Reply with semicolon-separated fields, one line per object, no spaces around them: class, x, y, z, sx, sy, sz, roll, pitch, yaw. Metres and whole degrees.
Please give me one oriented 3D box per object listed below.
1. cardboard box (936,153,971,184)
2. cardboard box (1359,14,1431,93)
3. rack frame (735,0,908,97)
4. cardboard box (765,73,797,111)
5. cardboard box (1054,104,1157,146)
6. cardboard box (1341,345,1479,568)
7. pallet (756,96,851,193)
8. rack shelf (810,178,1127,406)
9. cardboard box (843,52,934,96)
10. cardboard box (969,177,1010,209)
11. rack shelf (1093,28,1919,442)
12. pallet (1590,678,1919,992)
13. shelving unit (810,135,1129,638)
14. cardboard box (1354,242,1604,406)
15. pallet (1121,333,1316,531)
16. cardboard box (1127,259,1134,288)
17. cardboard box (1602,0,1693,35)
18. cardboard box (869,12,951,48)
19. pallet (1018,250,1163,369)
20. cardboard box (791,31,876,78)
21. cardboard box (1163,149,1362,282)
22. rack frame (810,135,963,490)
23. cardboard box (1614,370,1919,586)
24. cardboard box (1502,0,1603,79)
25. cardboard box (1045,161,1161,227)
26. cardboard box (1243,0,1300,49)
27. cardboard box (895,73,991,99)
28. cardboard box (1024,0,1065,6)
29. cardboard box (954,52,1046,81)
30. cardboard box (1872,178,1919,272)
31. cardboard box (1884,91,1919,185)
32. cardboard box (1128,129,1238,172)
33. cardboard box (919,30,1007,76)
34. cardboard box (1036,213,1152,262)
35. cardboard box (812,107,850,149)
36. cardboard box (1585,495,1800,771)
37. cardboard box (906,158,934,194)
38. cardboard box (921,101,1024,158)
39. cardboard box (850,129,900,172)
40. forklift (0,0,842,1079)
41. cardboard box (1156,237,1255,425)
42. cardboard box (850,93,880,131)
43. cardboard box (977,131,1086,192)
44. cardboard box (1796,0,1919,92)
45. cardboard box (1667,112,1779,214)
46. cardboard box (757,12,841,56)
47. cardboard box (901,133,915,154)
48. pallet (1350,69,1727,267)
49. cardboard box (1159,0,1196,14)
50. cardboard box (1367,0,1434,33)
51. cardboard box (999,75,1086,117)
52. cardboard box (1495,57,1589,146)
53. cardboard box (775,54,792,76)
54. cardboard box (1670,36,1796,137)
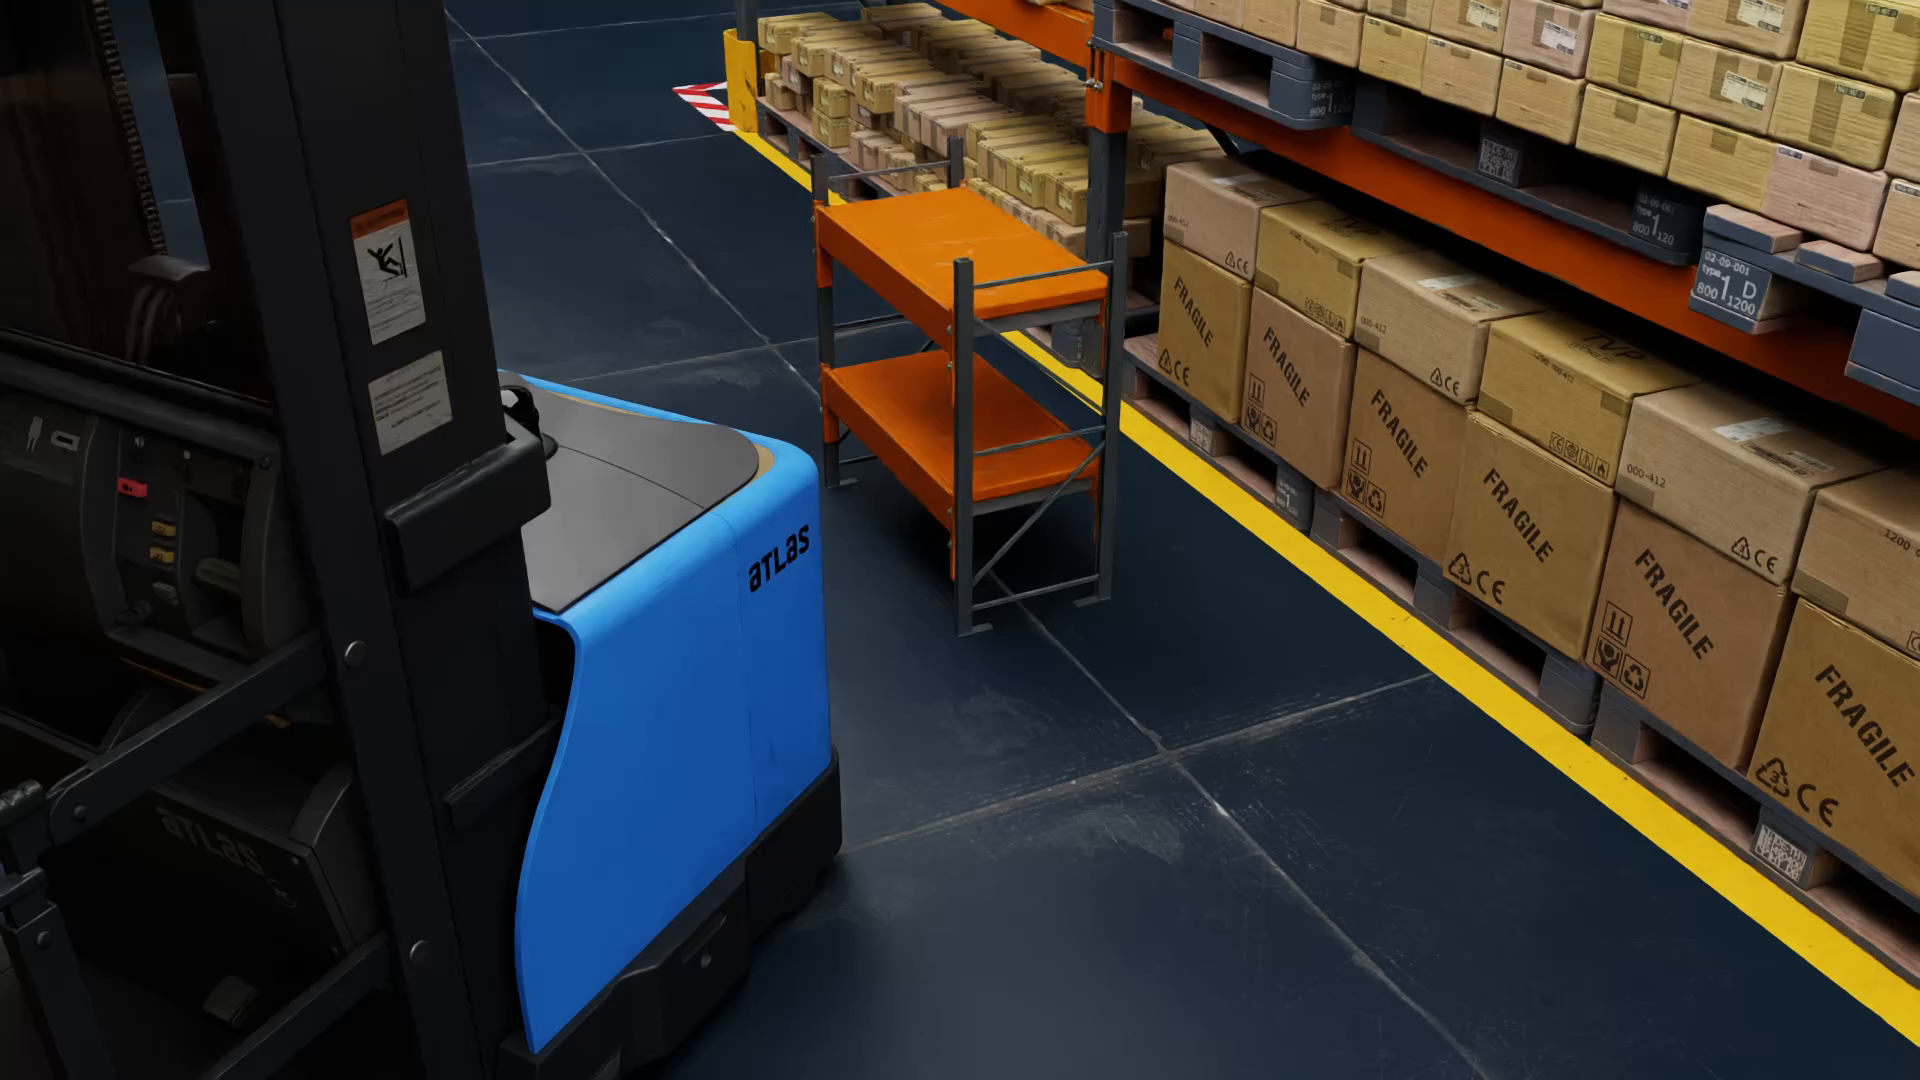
cardboard box;0.115;-1.658;7.322;0.380;0.149;0.250;-12;32;-21
cardboard box;1.261;-1.272;4.280;0.380;0.149;0.250;-14;32;-23
rack frame;-0.776;-3.812;8.981;1.000;3.000;0.127;-13;32;-22
cardboard box;-0.840;-2.453;9.043;0.380;0.149;0.250;-12;32;-21
cardboard box;0.630;-1.786;7.245;0.380;0.149;0.250;-14;32;-23
cardboard box;1.485;-0.294;4.834;0.500;0.500;0.500;-13;32;-21
pallet;-0.426;-2.196;8.950;1.003;0.211;1.213;-13;32;-22
rack shelf;-0.003;-0.749;4.837;0.538;0.278;1.000;-13;32;-22
cardboard box;-0.346;-2.257;8.086;0.380;0.149;0.250;-12;31;-20
cardboard box;0.261;-1.419;6.894;0.380;0.149;0.250;-14;32;-24
rack shelf;1.800;-0.848;4.431;1.077;0.370;4.000;-13;32;-22
pallet;2.325;0.593;3.977;1.003;0.211;1.213;-13;32;-22
shelving unit;-0.003;-0.494;4.980;0.538;1.125;1.048;-13;32;-22
cardboard box;1.466;-0.622;4.653;0.500;0.250;0.500;-12;31;-20
pallet;1.277;-0.485;5.900;1.003;0.211;1.213;-13;32;-22
cardboard box;0.465;-1.087;6.606;0.380;0.149;0.250;-13;32;-21
cardboard box;1.600;-1.184;3.513;0.380;0.149;0.250;-13;32;-22
cardboard box;-0.264;-2.708;8.889;0.380;0.149;0.250;-12;32;-21
pallet;0.621;-1.118;7.028;1.003;0.211;1.213;-13;32;-22
cardboard box;-0.638;-2.474;8.472;0.380;0.149;0.250;-13;32;-22
cardboard box;1.020;-1.083;5.475;0.500;0.250;0.500;-15;32;-24
rack frame;-0.221;-0.718;5.381;0.500;1.125;0.032;-13;32;-22
cardboard box;1.902;-0.166;3.839;0.500;0.250;0.500;-13;32;-21
cardboard box;1.480;-1.174;3.799;0.380;0.149;0.250;-12;32;-21
cardboard box;0.554;-1.347;6.462;0.380;0.149;0.250;-12;31;-21
cardboard box;1.030;-1.505;4.694;0.380;0.149;0.250;-13;32;-21
cardboard box;-0.080;-2.040;7.699;0.380;0.149;0.250;-13;32;-22
cardboard box;0.398;-2.104;6.191;0.380;0.149;0.250;-14;32;-23
cardboard box;0.195;-2.245;8.065;0.380;0.149;0.250;-14;32;-24
cardboard box;1.927;-0.583;3.051;0.380;0.149;0.250;-13;32;-22
cardboard box;1.919;-0.722;2.994;0.380;0.149;0.250;-12;31;-20
cardboard box;0.916;-1.574;6.867;0.380;0.149;0.250;-11;31;-20
cardboard box;0.016;-2.492;8.505;0.380;0.149;0.250;-14;32;-24
cardboard box;0.519;-1.187;6.481;0.380;0.149;0.250;-12;32;-21
cardboard box;-0.530;-2.111;8.432;0.380;0.149;0.250;-13;32;-21
cardboard box;1.921;0.163;4.019;0.500;0.500;0.500;-12;31;-20
cardboard box;-0.030;-1.673;7.652;0.380;0.149;0.250;-12;32;-21
cardboard box;0.054;-1.791;7.254;0.380;0.149;0.250;-15;32;-24
cardboard box;-0.306;-1.890;8.038;0.380;0.149;0.250;-15;32;-24
forklift;-1.425;-0.013;2.276;1.130;2.935;3.031;15;33;25
cardboard box;1.019;-0.756;5.658;0.500;0.500;0.500;-12;31;-20
cardboard box;-0.319;-2.140;8.182;0.380;0.149;0.250;-15;32;-24
cardboard box;0.295;-1.560;6.842;0.380;0.149;0.250;-13;32;-22
cardboard box;1.816;-0.959;3.112;0.380;0.149;0.250;-12;31;-20
cardboard box;1.712;-0.808;3.451;0.380;0.149;0.250;-14;32;-23
cardboard box;-0.858;-2.709;8.890;0.380;0.149;0.250;-15;32;-24
cardboard box;-0.058;-1.908;7.767;0.380;0.149;0.250;-12;31;-20
pallet;1.772;-1.060;4.270;1.003;0.211;1.213;-13;32;-22
cardboard box;0.820;-1.727;5.090;0.380;0.149;0.250;-13;32;-21
cardboard box;1.263;-1.399;4.202;0.380;0.149;0.250;-14;32;-23
cardboard box;0.403;-2.019;7.660;0.380;0.149;0.250;-14;32;-24
cardboard box;1.486;-1.041;3.867;0.380;0.149;0.250;-12;31;-20
cardboard box;-0.783;-2.596;8.994;0.380;0.149;0.250;-12;31;-20
cardboard box;1.697;-0.948;3.397;0.380;0.149;0.250;-13;32;-22
